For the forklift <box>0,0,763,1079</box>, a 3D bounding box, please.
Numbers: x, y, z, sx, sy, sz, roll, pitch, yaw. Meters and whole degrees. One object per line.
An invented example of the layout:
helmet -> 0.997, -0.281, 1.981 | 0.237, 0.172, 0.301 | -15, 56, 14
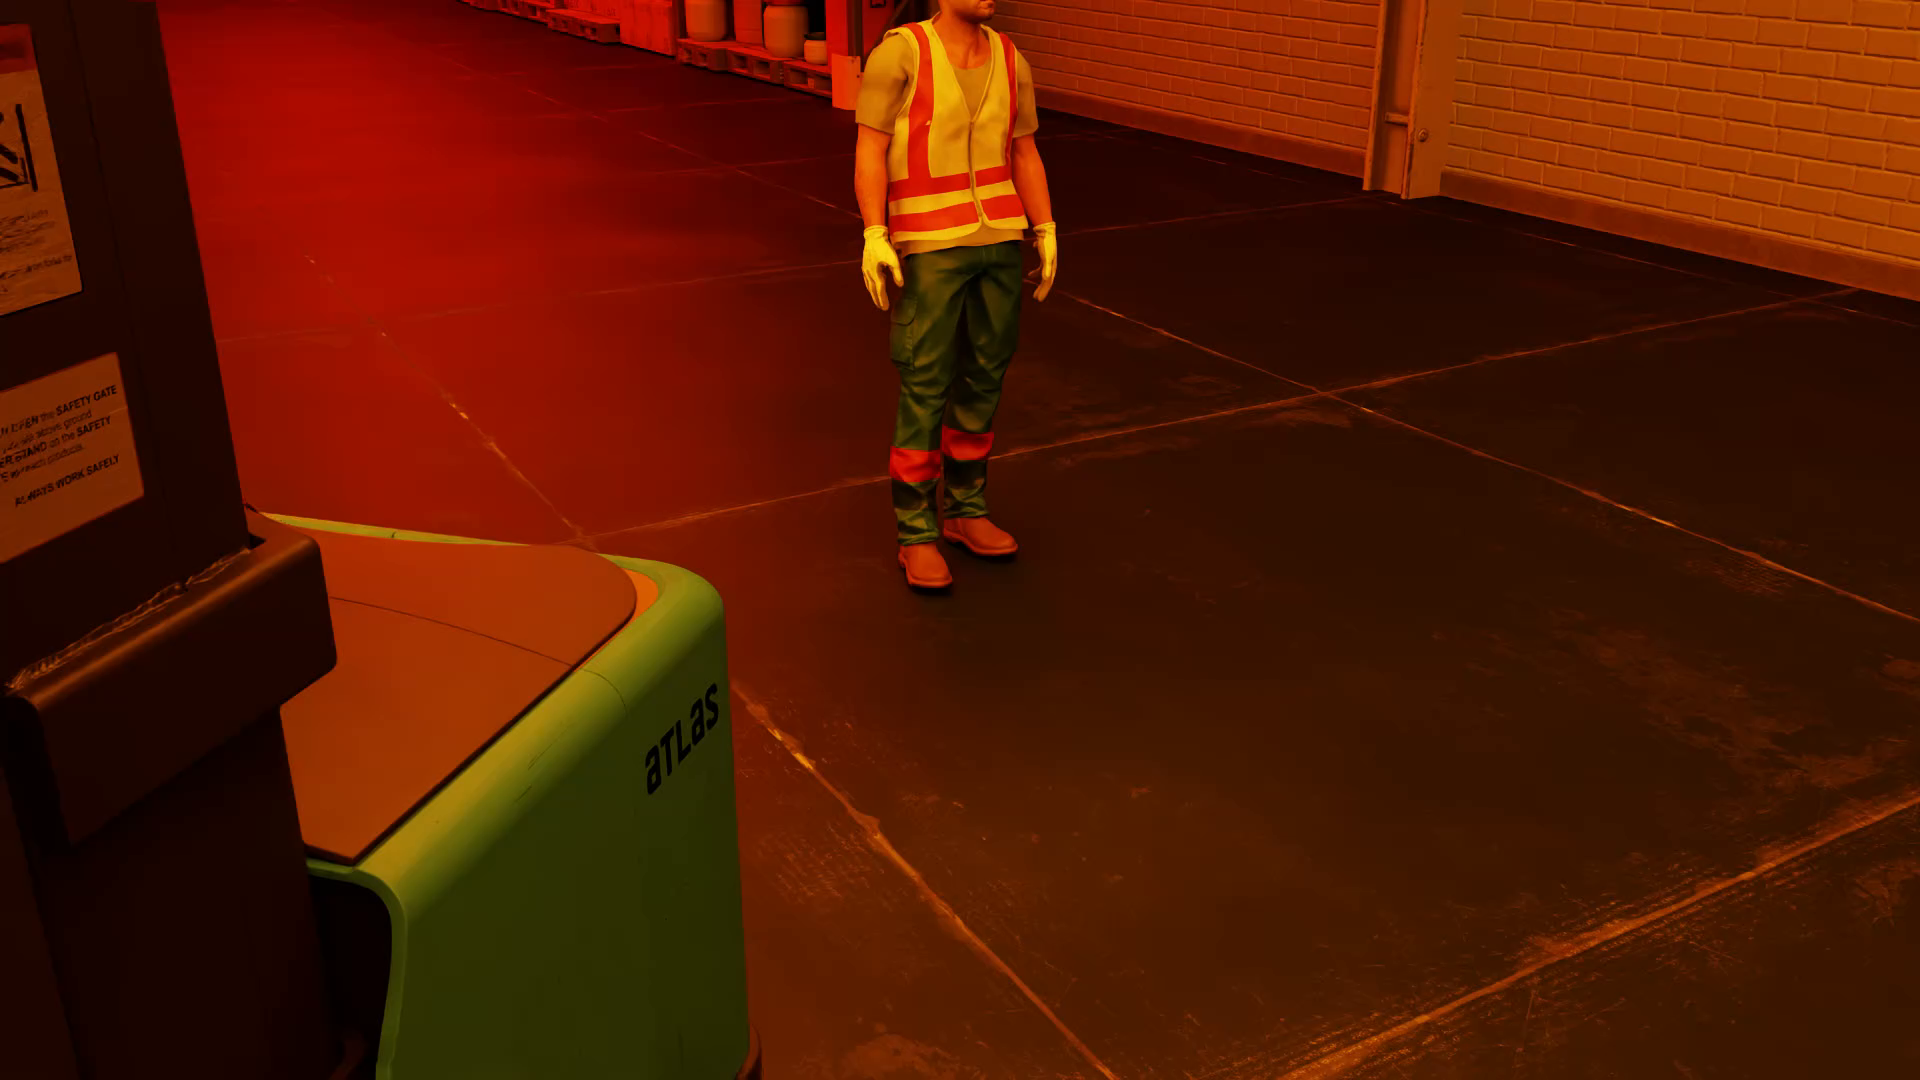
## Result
forklift -> -1.206, 0.155, 0.896 | 1.130, 2.935, 3.031 | 6, 23, 15

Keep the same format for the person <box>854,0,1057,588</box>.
person -> 0.031, -0.805, 4.723 | 0.638, 1.789, 0.562 | -12, 25, -28
